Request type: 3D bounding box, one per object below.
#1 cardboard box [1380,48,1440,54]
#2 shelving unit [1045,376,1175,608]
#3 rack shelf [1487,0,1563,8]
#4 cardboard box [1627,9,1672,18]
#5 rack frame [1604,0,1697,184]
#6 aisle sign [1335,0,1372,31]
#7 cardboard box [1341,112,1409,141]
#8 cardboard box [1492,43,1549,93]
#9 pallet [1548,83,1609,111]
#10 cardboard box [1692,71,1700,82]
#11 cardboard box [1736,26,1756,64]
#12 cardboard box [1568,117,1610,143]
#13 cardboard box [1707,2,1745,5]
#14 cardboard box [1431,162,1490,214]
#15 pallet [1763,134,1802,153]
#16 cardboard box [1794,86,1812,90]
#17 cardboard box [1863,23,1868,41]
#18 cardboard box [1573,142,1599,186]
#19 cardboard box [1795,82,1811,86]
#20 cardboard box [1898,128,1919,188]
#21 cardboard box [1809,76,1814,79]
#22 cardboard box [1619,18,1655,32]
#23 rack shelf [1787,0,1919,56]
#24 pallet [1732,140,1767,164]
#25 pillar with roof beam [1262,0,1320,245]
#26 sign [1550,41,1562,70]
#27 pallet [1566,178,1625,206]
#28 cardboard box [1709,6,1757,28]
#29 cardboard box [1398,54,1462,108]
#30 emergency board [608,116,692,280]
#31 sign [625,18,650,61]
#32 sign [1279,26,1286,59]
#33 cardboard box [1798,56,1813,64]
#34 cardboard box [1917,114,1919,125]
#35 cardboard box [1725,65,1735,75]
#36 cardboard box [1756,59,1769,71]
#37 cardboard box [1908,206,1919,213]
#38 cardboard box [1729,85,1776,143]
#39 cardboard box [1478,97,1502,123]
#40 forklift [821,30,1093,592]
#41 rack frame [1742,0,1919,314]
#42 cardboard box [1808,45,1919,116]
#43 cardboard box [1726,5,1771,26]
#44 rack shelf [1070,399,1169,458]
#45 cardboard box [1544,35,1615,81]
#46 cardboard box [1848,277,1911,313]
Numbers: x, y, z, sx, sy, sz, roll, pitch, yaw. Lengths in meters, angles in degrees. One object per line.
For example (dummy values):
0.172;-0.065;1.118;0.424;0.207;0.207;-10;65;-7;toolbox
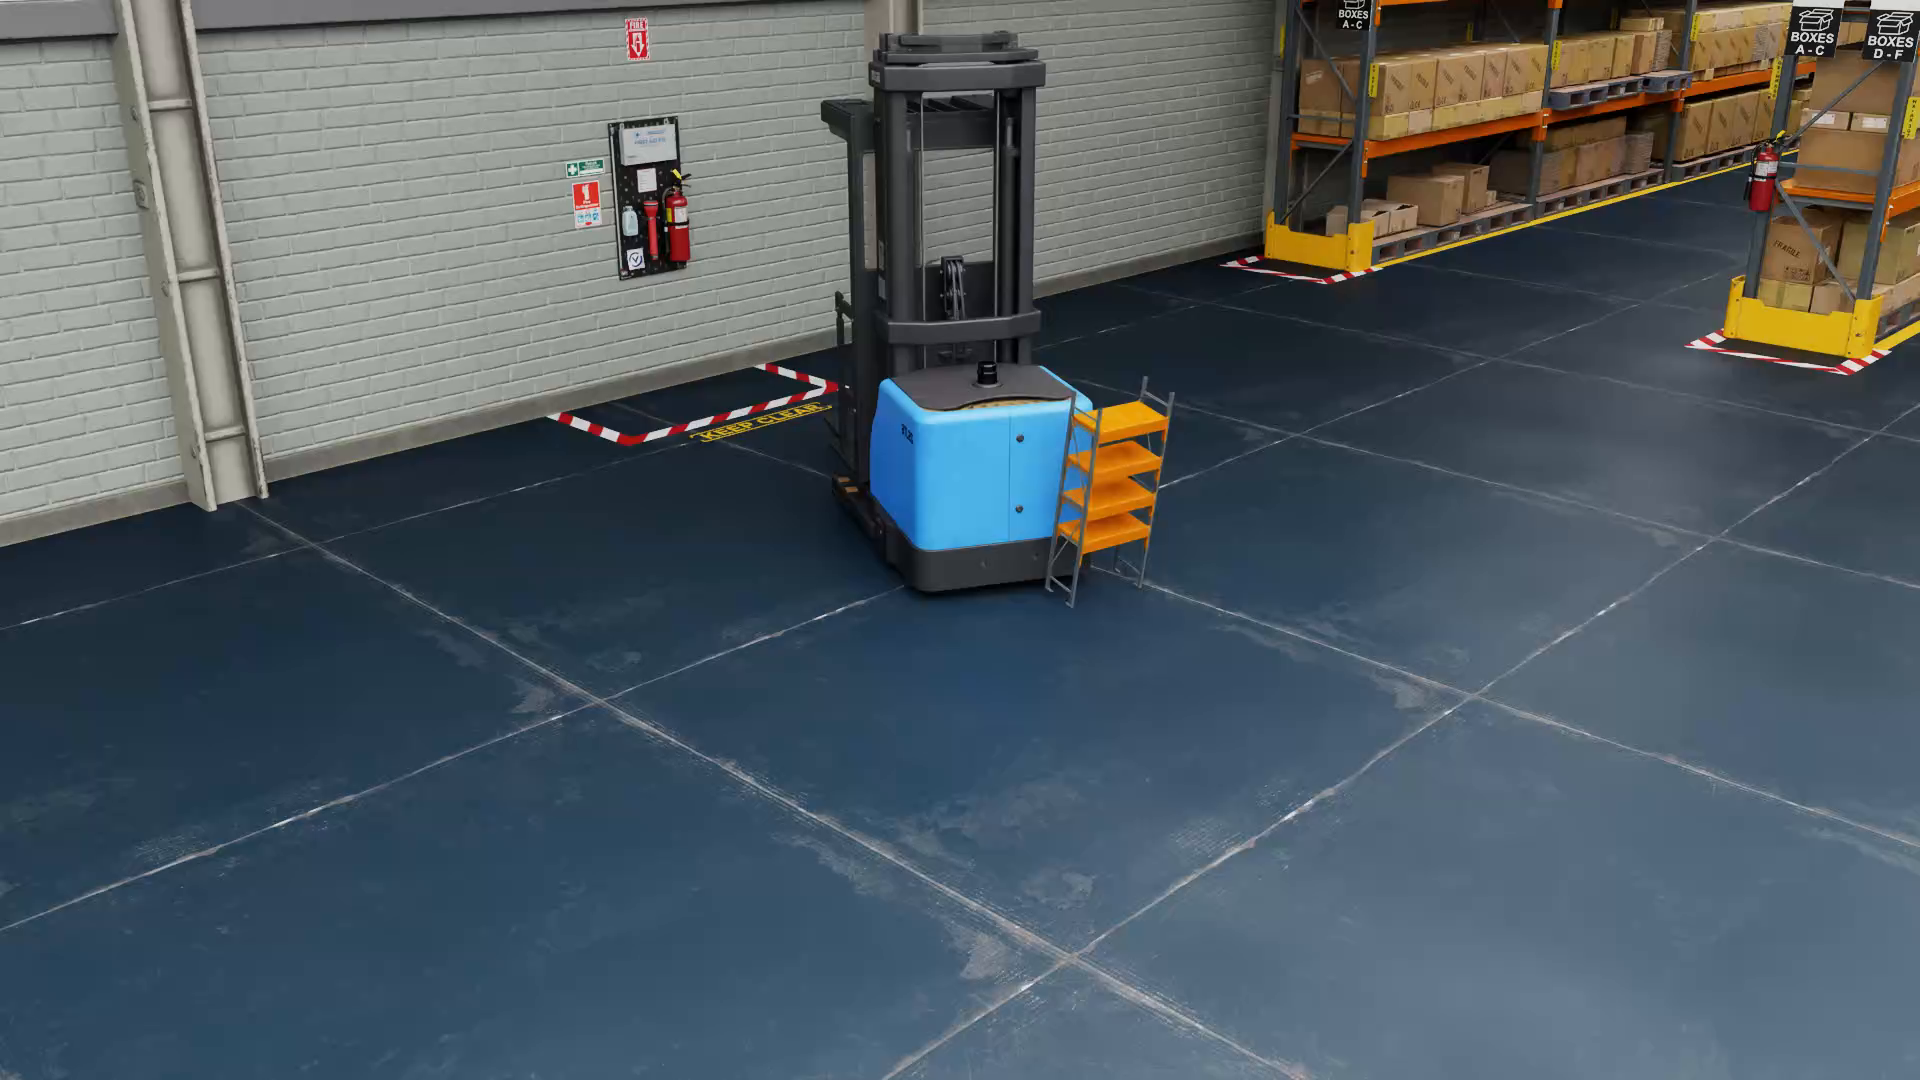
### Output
5.010;-5.212;18.589;0.500;0.500;0.500;-20;29;-41;cardboard box
0.804;-0.255;9.022;0.503;1.200;0.258;-14;35;-32;shelving unit
7.952;-6.964;20.835;1.077;0.370;4.000;19;28;41;rack shelf
9.478;-7.140;22.844;0.500;0.250;0.500;-19;28;-41;cardboard box
9.347;-6.414;22.581;1.000;3.000;0.127;19;28;41;rack frame
3.931;-5.478;16.521;0.394;0.787;0.004;19;28;41;aisle sign
4.334;-4.343;17.374;0.500;0.250;0.500;18;28;39;cardboard box
6.449;-5.476;19.278;0.500;0.500;0.500;19;28;41;cardboard box
7.194;-5.456;20.357;1.003;0.211;1.213;19;28;41;pallet
9.925;-6.395;22.855;0.250;0.149;0.380;-20;29;-41;cardboard box
10.946;-7.065;23.693;0.500;0.500;0.500;-19;28;-41;cardboard box
8.085;-5.340;21.613;0.500;0.250;0.500;19;28;40;cardboard box
11.270;-7.798;24.555;0.500;0.250;0.500;20;28;41;cardboard box
5.861;-4.148;19.556;0.500;0.500;0.500;17;27;37;cardboard box
12.724;-6.317;26.214;1.003;0.211;1.213;19;28;41;pallet
13.466;-7.118;26.406;0.380;0.149;0.250;18;28;39;cardboard box
14.579;-8.477;27.530;0.700;0.700;0.980;-19;28;-40;cardboard box
7.768;-4.884;21.472;0.700;0.500;0.500;20;28;41;cardboard box
13.572;-7.353;27.020;0.380;0.149;0.250;20;28;41;cardboard box
8.016;-3.419;14.648;0.500;0.500;0.700;-19;28;-41;cardboard box
14.455;-7.680;27.869;0.380;0.149;0.250;20;28;41;cardboard box
8.914;-6.786;21.893;0.380;0.149;0.250;14;25;32;cardboard box
8.713;-4.697;14.936;1.077;0.370;4.000;19;28;41;rack shelf
11.653;-5.924;25.192;1.003;0.211;1.213;19;28;41;pallet
6.719;-6.477;14.383;9.100;9.000;0.400;19;28;41;pillar with roof beam
6.951;-5.656;19.403;0.100;0.325;0.005;19;28;41;sign
7.950;-4.600;21.748;1.003;0.211;1.213;19;28;41;pallet
10.921;-7.412;23.550;0.500;0.250;0.500;19;28;40;cardboard box
5.032;-4.950;17.909;0.500;0.500;0.500;18;27;39;cardboard box
-2.302;-2.586;12.622;0.194;1.169;0.643;19;28;41;emergency board
-2.379;-3.691;12.266;0.001;0.298;0.199;19;28;41;sign
3.383;-5.190;17.342;0.100;0.325;0.005;19;28;41;sign
12.528;-7.718;25.555;0.700;0.700;0.980;-20;28;-41;cardboard box
7.928;-3.584;14.174;0.380;0.149;0.250;18;28;39;cardboard box
10.805;-6.730;23.725;0.380;0.149;0.250;19;28;41;cardboard box
11.590;-6.968;24.345;0.380;0.149;0.250;19;28;41;cardboard box
8.900;-2.849;15.507;0.500;0.500;0.500;19;28;41;cardboard box
11.777;-6.435;25.048;0.750;0.750;0.750;20;28;41;cardboard box
5.750;-4.868;18.741;0.500;0.250;0.500;19;28;40;cardboard box
-0.190;-1.581;10.102;1.130;2.935;3.031;-7;22;-17;forklift
7.318;-3.119;14.008;1.000;3.000;0.127;19;28;41;rack frame
7.690;-3.901;14.097;0.700;0.500;0.500;19;28;41;cardboard box
11.276;-7.543;23.891;0.500;0.250;0.500;-19;28;-41;cardboard box
0.841;-0.597;8.832;0.480;0.148;0.258;-14;35;-32;rack shelf
7.768;-6.079;20.957;0.500;0.500;0.700;-16;26;-35;cardboard box
8.198;-2.243;14.977;0.500;0.250;0.500;19;28;41;cardboard box
